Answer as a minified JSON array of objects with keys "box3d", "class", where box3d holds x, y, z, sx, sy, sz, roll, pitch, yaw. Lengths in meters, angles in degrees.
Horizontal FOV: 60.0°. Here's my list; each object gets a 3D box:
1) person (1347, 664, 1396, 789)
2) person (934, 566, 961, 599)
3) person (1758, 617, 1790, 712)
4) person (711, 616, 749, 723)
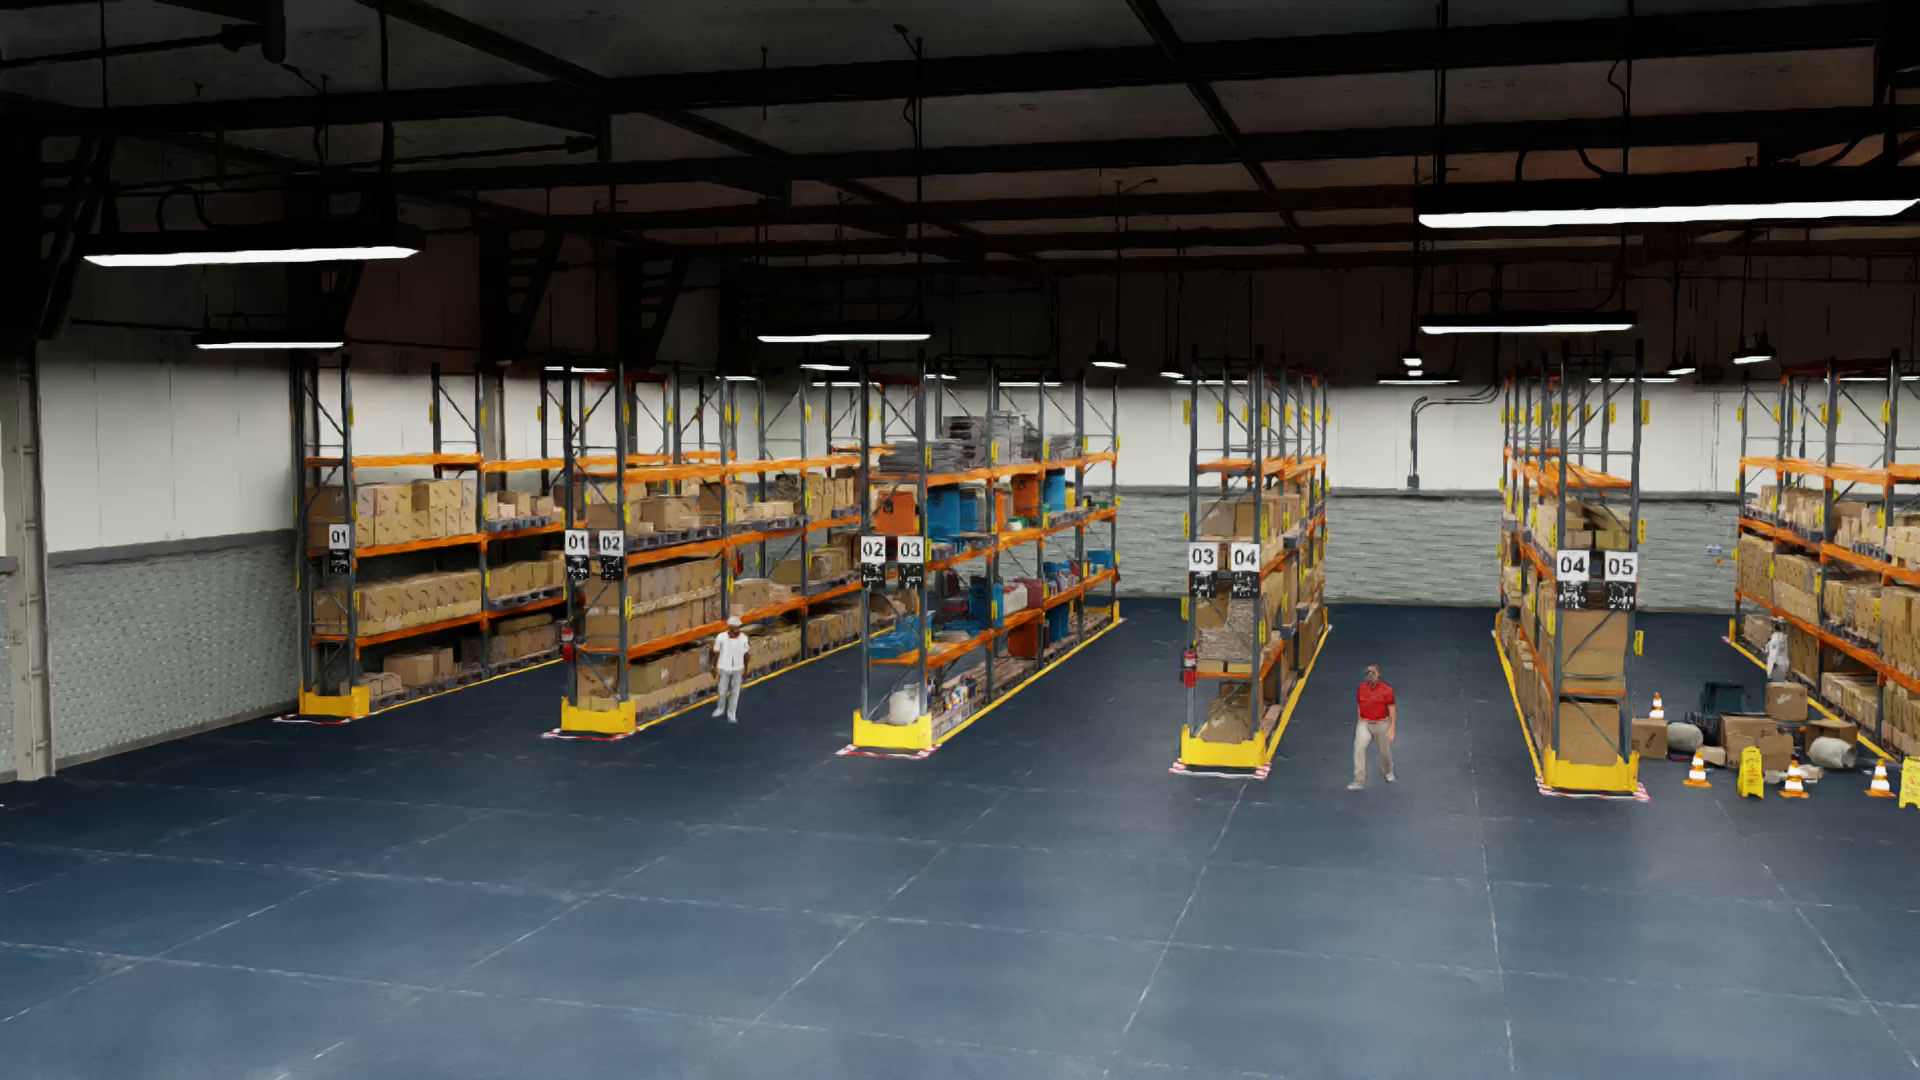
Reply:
[{"box3d":[5.581,2.484,22.334,0.568,1.677,0.950,3,5,32],"class":"person"},{"box3d":[-0.316,1.246,38.545,0.598,1.698,1.193,1,5,18],"class":"person"},{"box3d":[13.408,2.105,27.339,0.540,1.667,0.561,4,6,40],"class":"person"},{"box3d":[-3.744,2.099,27.101,0.616,1.756,0.571,-2,5,-20],"class":"person"}]
